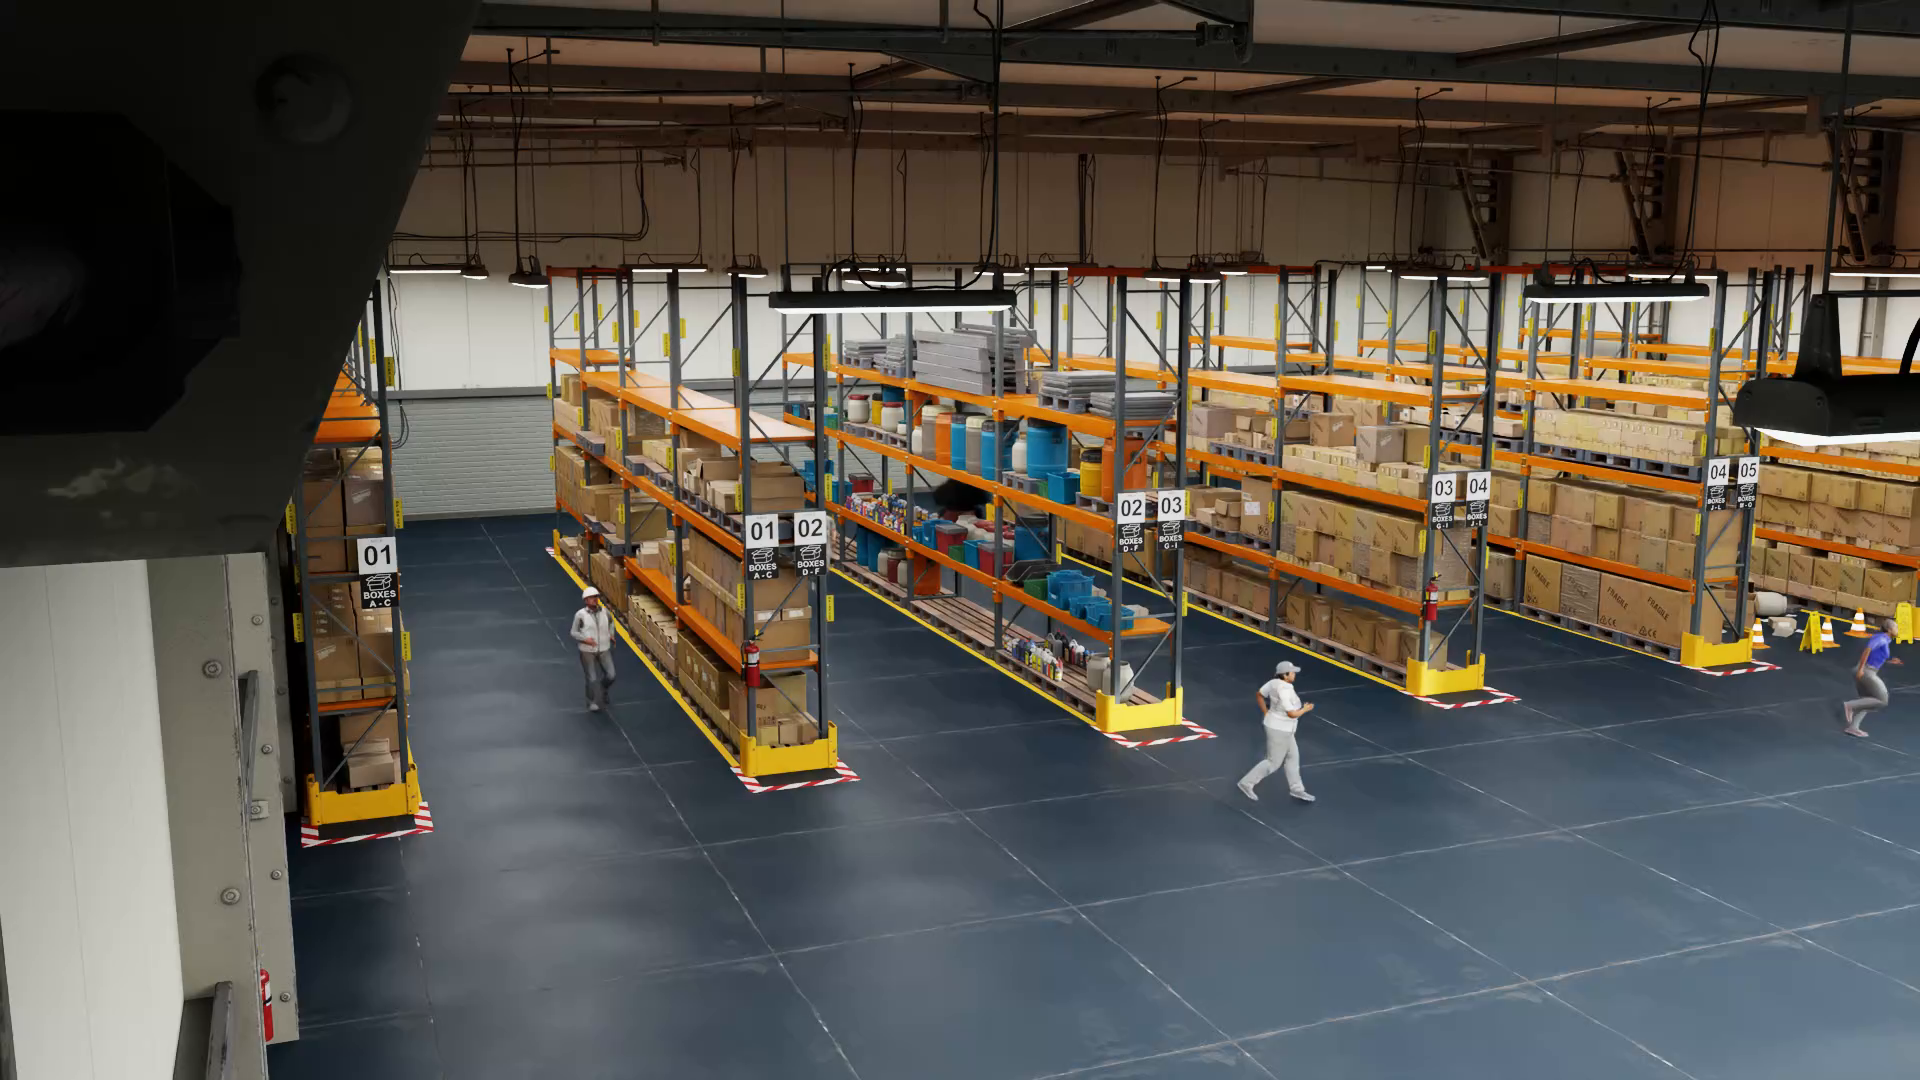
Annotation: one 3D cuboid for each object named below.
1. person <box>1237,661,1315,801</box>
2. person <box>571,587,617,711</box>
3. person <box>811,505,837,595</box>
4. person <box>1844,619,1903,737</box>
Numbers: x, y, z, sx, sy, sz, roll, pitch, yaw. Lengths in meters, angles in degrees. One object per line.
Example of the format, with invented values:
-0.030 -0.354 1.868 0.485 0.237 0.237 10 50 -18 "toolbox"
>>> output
3.652 2.203 19.095 0.933 1.669 0.598 0 10 0 "person"
-5.010 1.496 22.958 0.691 1.694 0.577 -6 12 -31 "person"
-2.430 0.153 29.433 0.560 1.628 0.551 -4 11 -22 "person"
11.995 1.806 21.832 0.676 1.582 0.562 2 10 12 "person"
